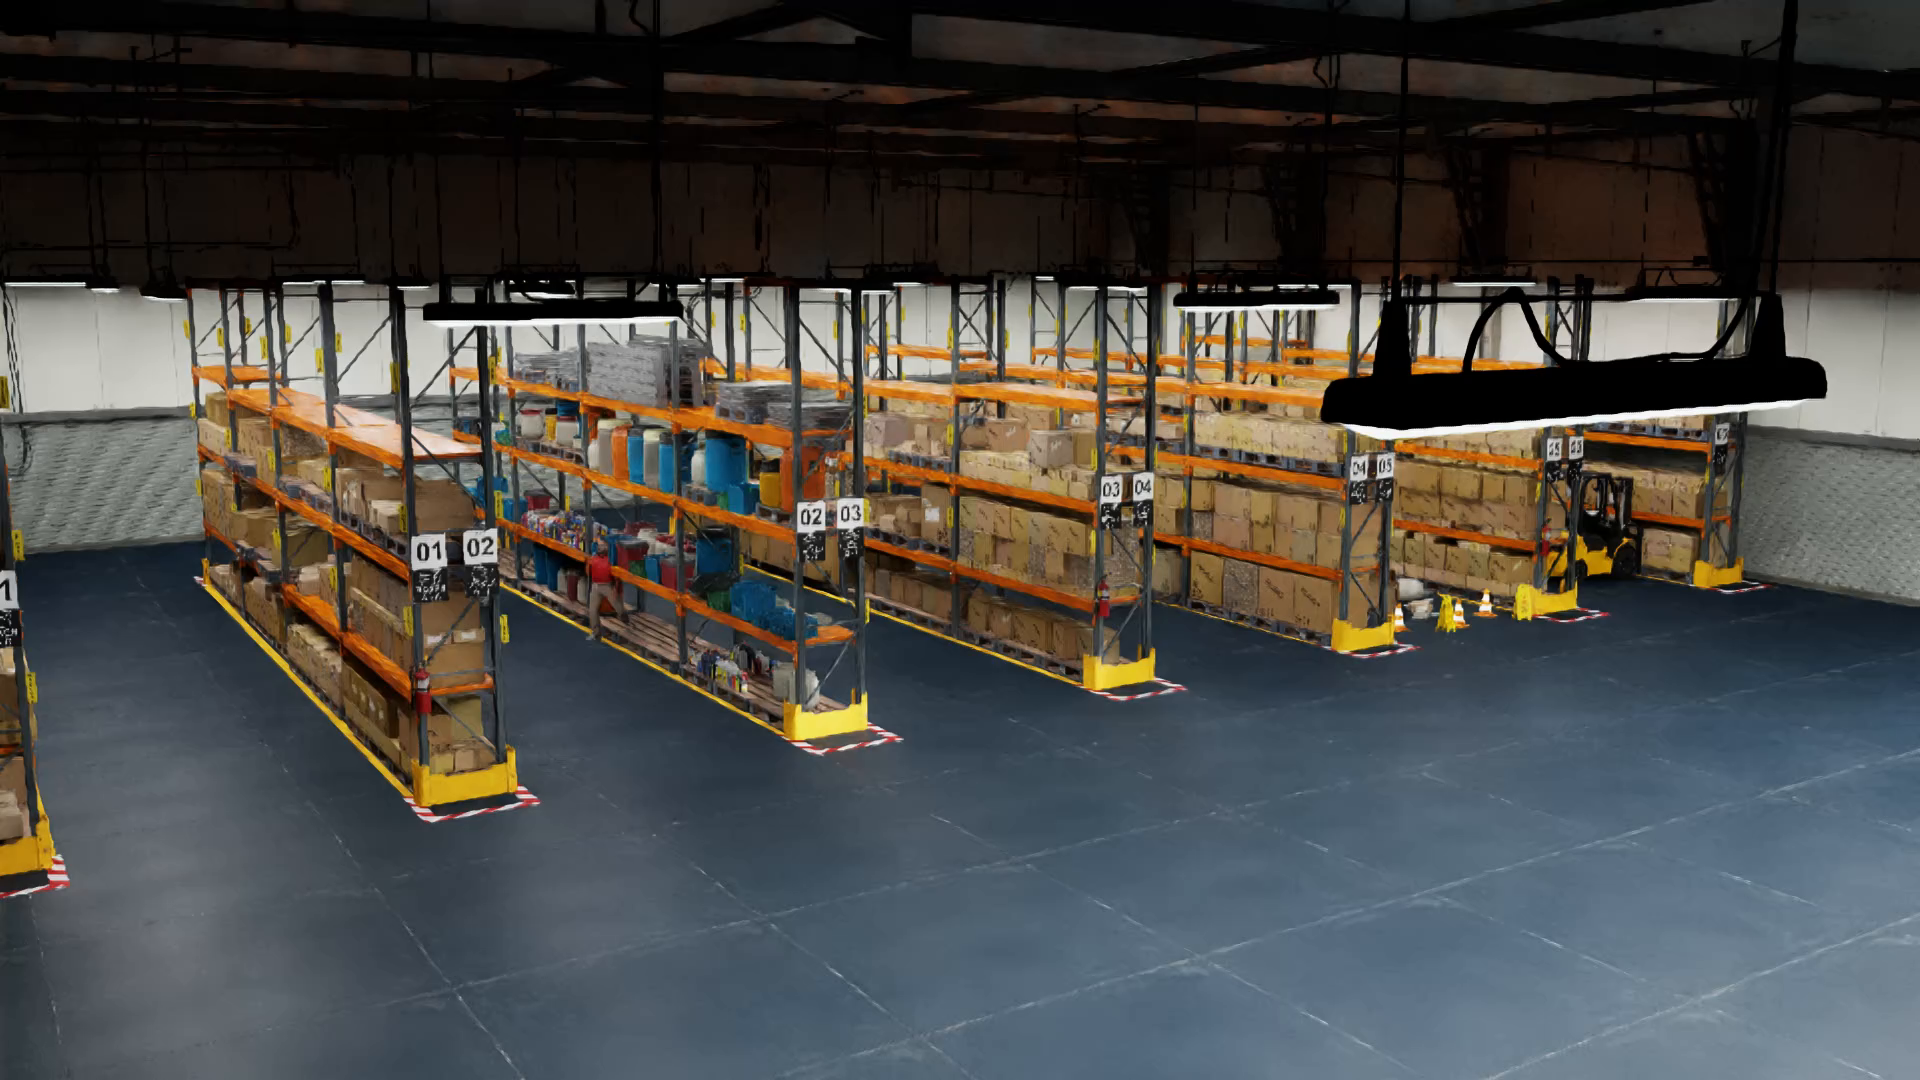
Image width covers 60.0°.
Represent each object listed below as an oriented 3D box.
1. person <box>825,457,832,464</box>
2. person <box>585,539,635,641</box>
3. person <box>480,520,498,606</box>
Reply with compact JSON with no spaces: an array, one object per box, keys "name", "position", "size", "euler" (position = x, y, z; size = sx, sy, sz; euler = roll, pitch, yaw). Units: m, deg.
[{"name":"person","position":[-3.696,-1.871,43.970],"size":[0.634,1.722,1.044],"euler":[-2,10,-12]},{"name":"person","position":[-5.888,0.828,27.983],"size":[0.747,1.713,0.600],"euler":[2,10,14]},{"name":"person","position":[-8.795,0.390,30.849],"size":[0.481,1.583,1.093],"euler":[-6,12,-34]}]
